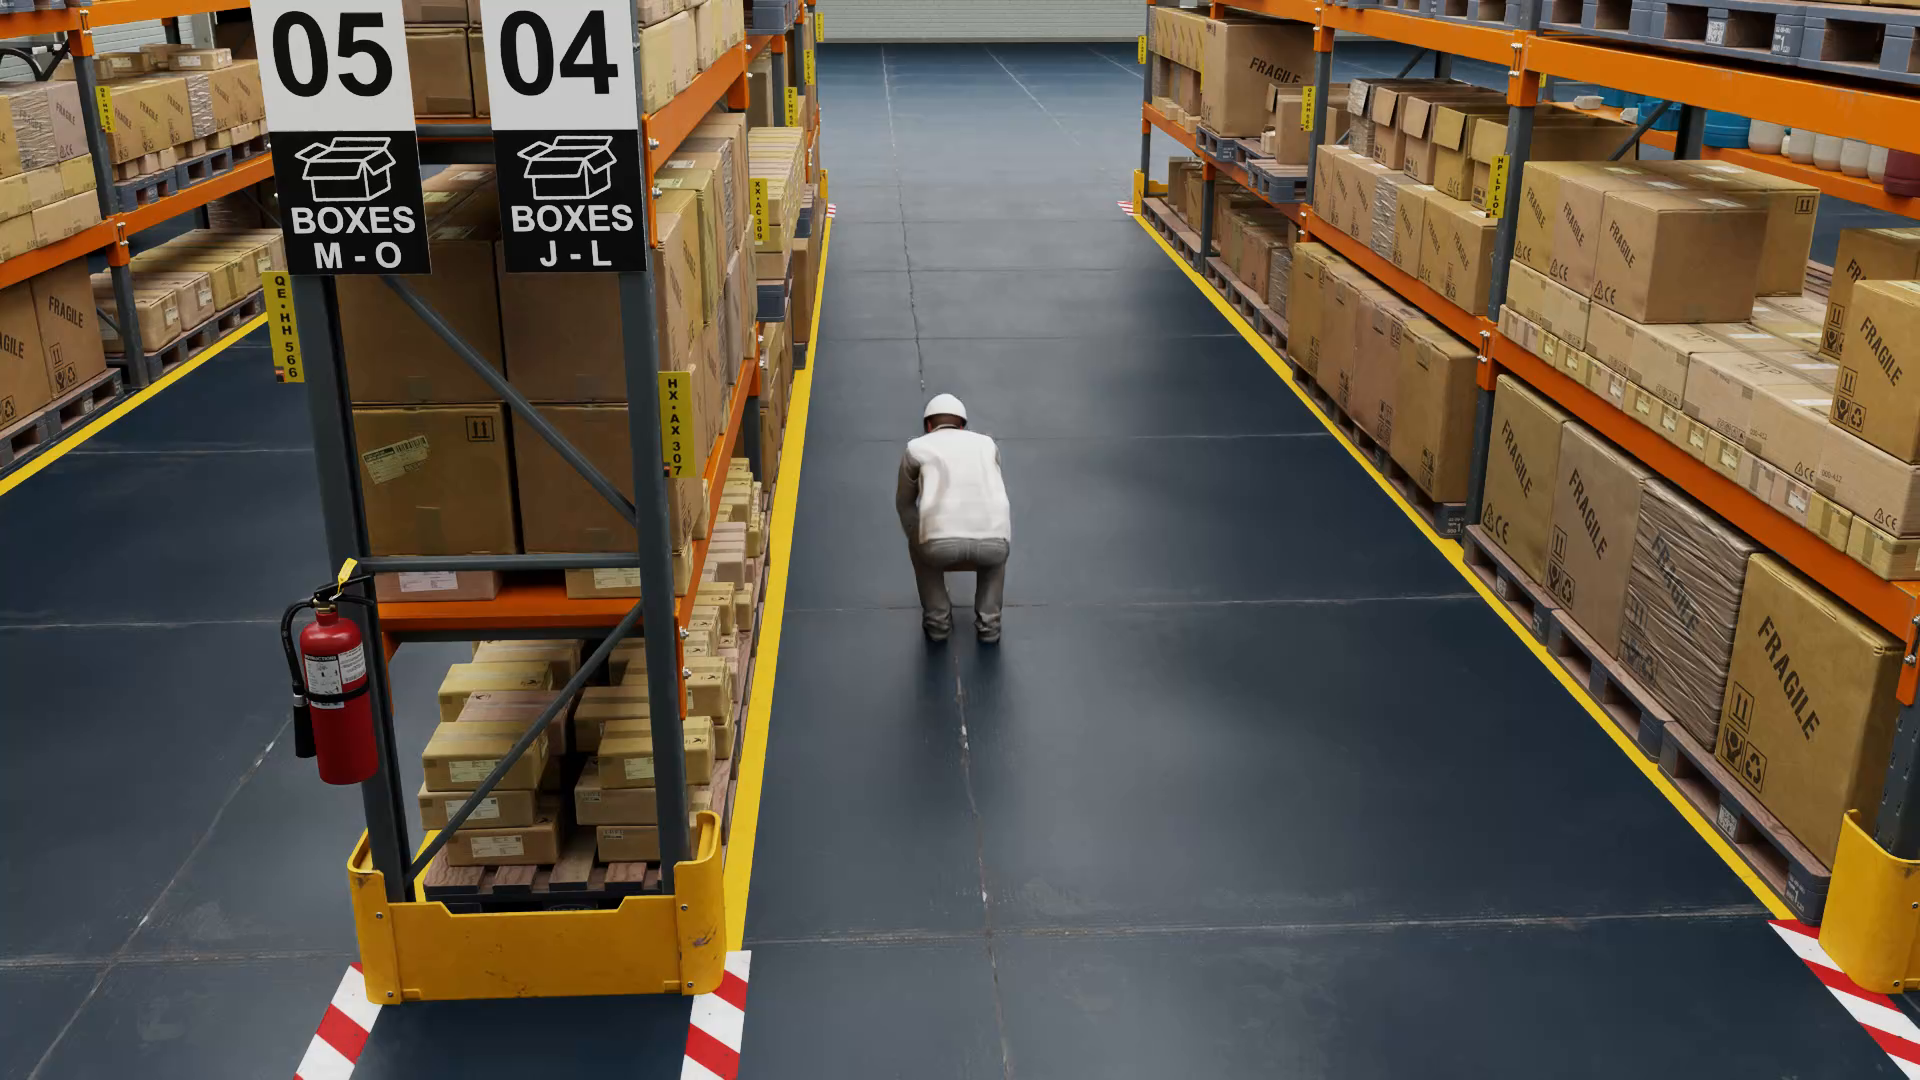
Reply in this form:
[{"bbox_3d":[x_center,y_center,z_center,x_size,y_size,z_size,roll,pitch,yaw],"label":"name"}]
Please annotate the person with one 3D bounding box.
[{"bbox_3d":[-0.036,-0.094,8.233,0.557,1.126,0.864,-1,20,-3],"label":"person"}]
